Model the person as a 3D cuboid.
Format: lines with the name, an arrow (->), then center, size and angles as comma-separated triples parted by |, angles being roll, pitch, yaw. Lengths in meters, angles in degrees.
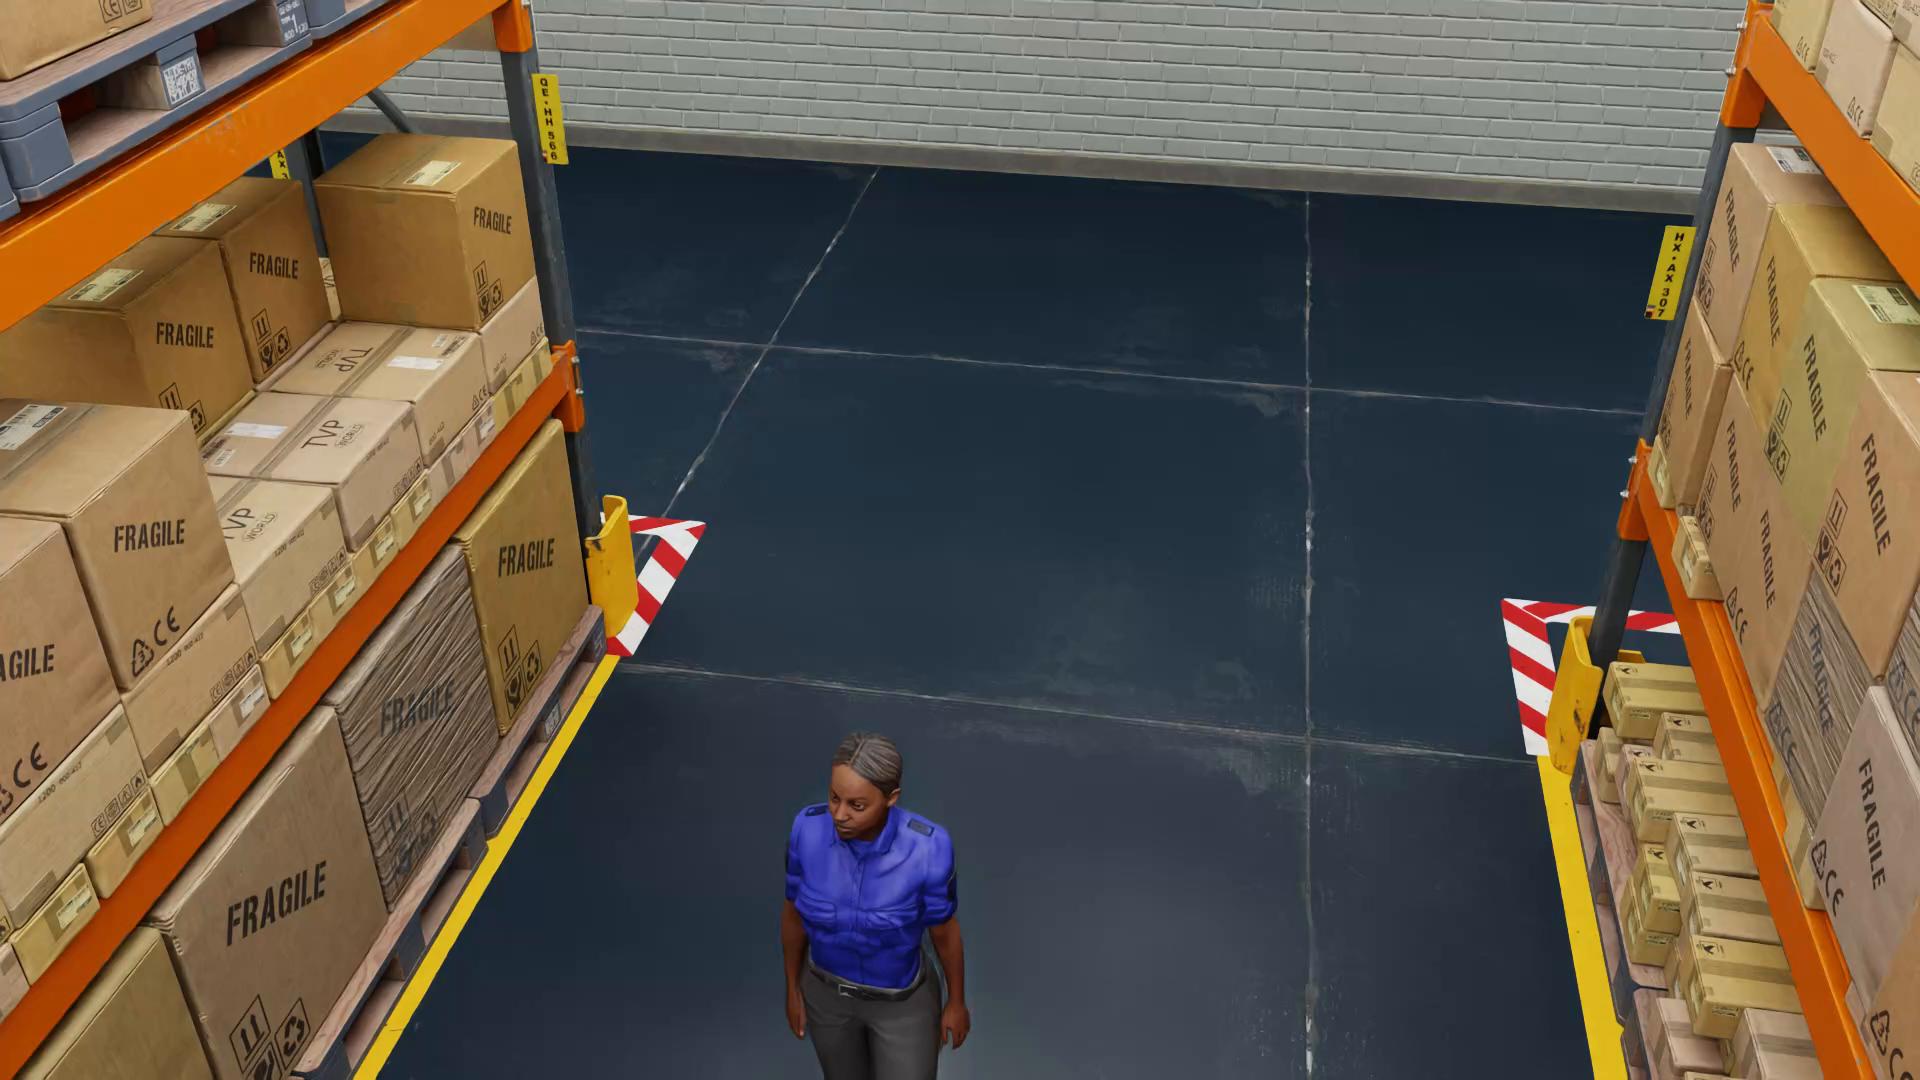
person -> -0.236, 1.197, 4.232 | 0.484, 1.668, 0.426 | 10, 34, 15
